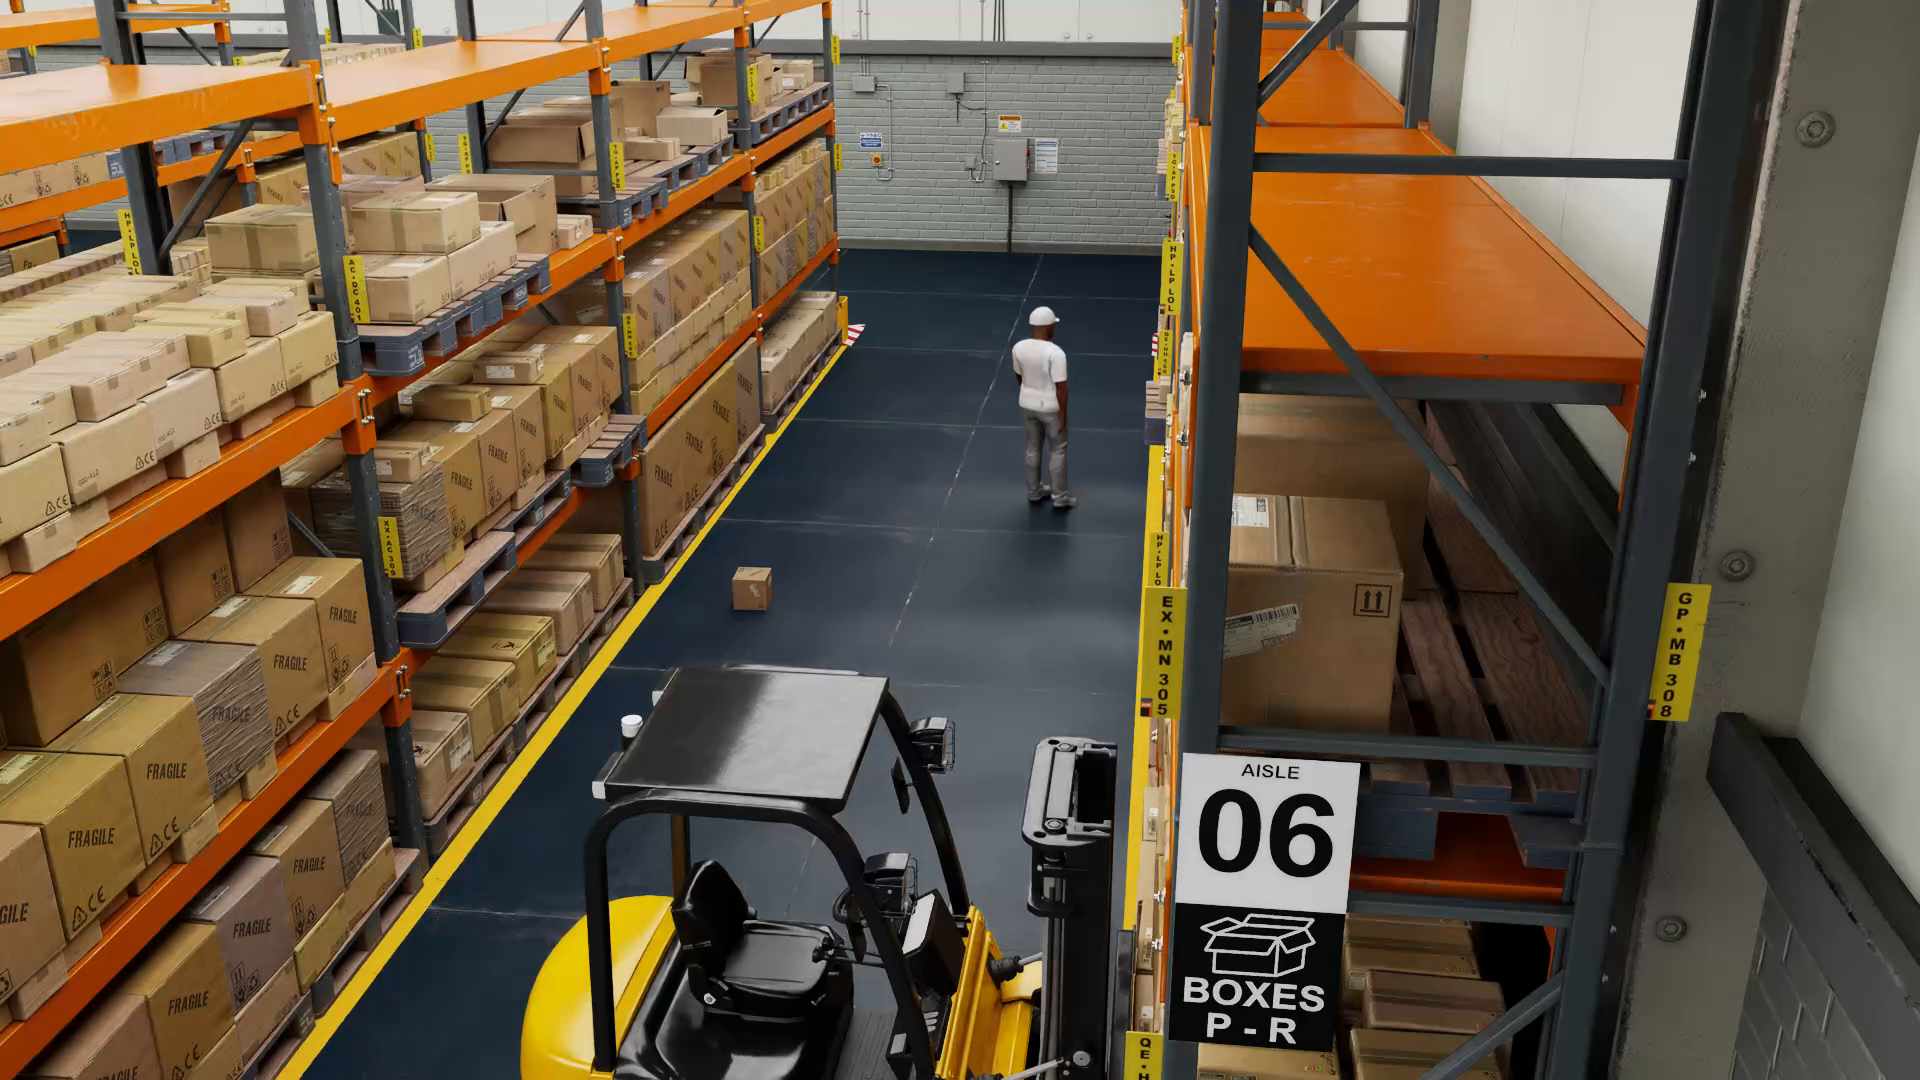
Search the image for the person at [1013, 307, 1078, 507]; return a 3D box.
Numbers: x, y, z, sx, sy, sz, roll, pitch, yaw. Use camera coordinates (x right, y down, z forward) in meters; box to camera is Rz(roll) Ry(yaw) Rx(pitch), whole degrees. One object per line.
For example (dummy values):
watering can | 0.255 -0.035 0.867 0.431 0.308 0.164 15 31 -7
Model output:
person | 0.753 -1.156 14.460 0.588 1.794 0.489 15 26 34
